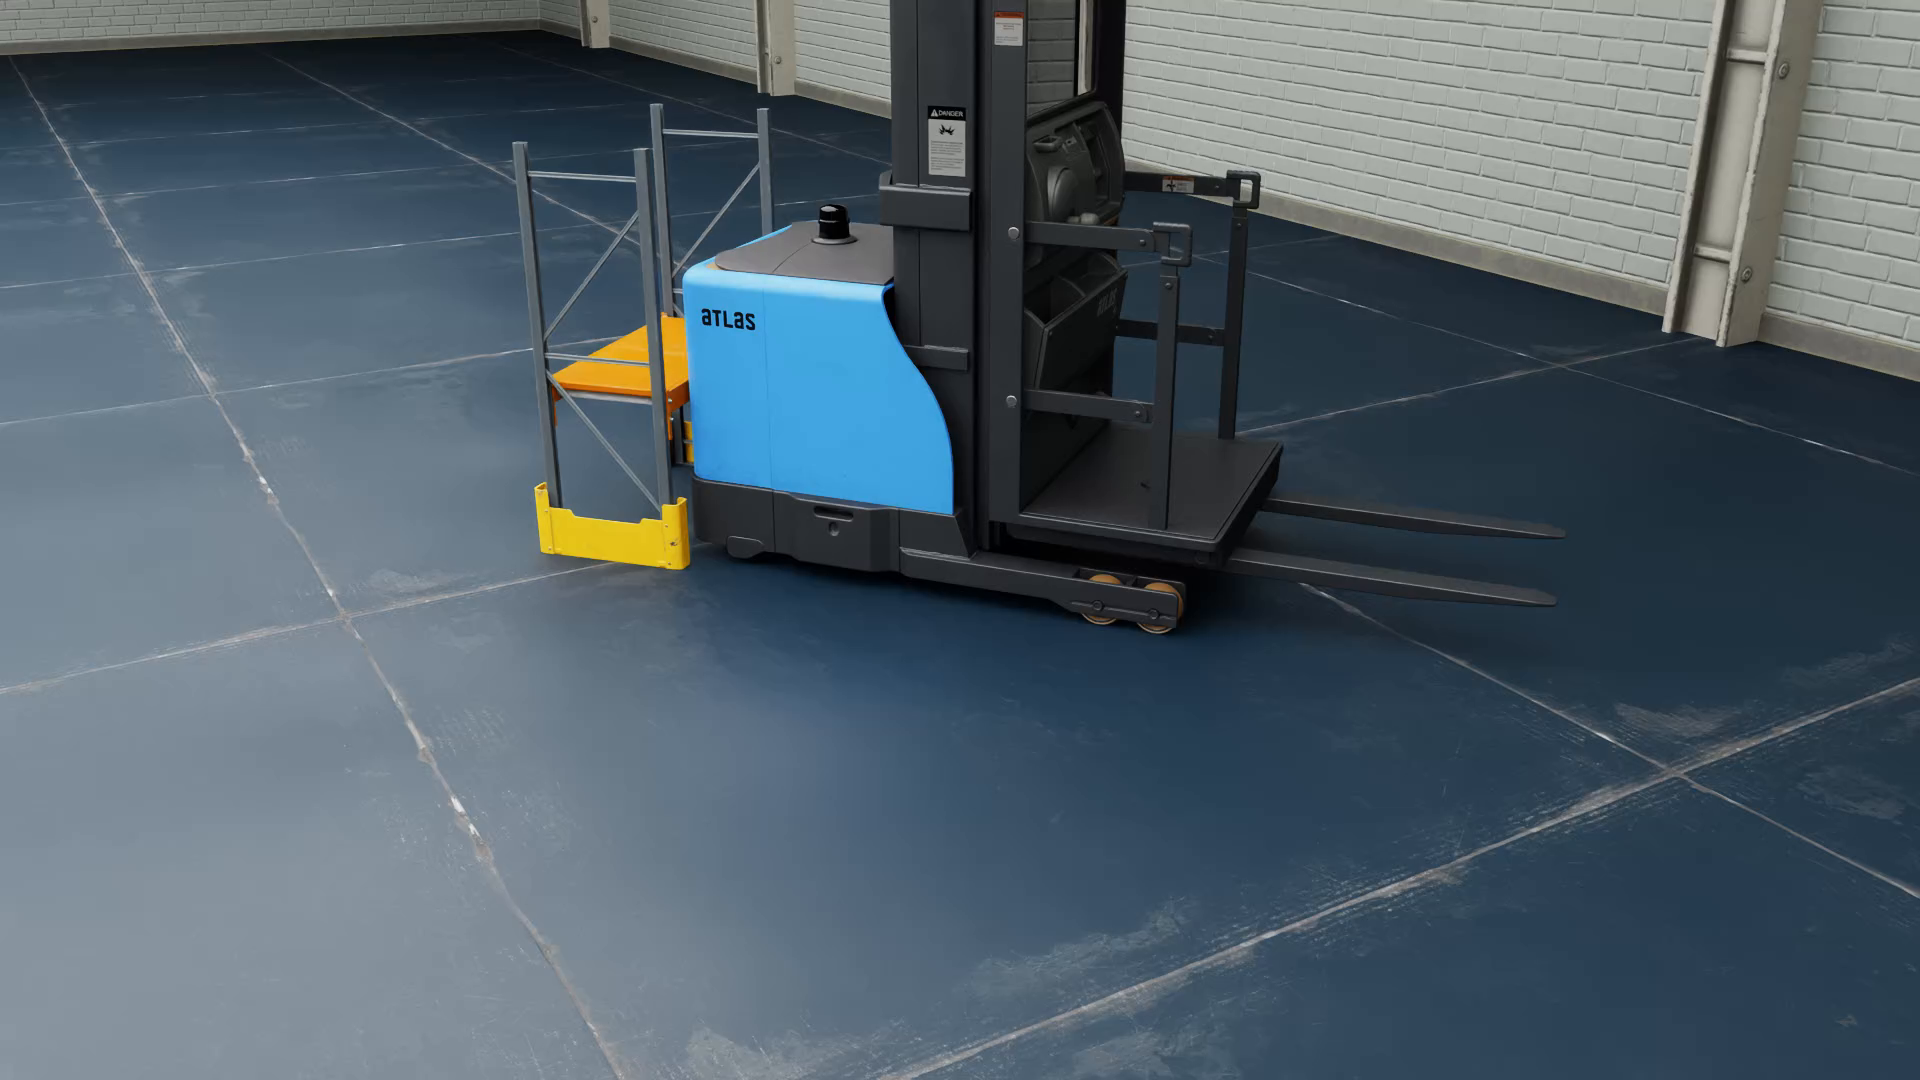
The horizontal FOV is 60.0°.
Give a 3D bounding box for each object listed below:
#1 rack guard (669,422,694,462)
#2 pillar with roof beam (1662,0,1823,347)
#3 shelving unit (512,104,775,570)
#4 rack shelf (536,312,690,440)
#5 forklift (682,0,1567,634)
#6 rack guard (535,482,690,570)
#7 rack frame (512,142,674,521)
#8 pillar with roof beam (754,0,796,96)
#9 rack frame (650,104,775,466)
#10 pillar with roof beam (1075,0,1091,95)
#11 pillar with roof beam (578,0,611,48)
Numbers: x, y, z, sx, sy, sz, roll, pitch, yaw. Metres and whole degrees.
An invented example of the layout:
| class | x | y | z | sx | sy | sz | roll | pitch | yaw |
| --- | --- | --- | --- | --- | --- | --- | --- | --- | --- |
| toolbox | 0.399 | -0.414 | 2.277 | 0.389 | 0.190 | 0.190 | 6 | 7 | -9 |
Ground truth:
| class | x | y | z | sx | sy | sz | roll | pitch | yaw |
| --- | --- | --- | --- | --- | --- | --- | --- | --- | --- |
| rack guard | -0.983 | -0.411 | 6.991 | 0.587 | 0.250 | 0.087 | 7 | 23 | 16 |
| pillar with roof beam | 0.386 | -4.457 | 5.326 | 9.100 | 9.000 | 0.400 | -13 | 25 | -28 |
| shelving unit | -1.130 | -0.811 | 6.315 | 0.587 | 1.500 | 1.083 | 7 | 23 | 16 |
| rack shelf | -1.128 | -0.648 | 6.391 | 0.538 | 0.185 | 1.000 | 7 | 23 | 16 |
| forklift | 0.582 | -1.272 | 5.548 | 3.031 | 2.935 | 1.130 | 8 | 24 | 20 |
| rack guard | -1.277 | -0.053 | 6.110 | 0.587 | 0.250 | 0.087 | 7 | 23 | 16 |
| rack frame | -1.278 | -0.631 | 5.873 | 0.500 | 1.500 | 0.032 | 7 | 23 | 16 |
| pillar with roof beam | -5.744 | -8.342 | 14.883 | 9.100 | 9.000 | 0.400 | -13 | 25 | -28 |
| rack frame | -0.978 | -0.997 | 6.773 | 0.500 | 1.500 | 0.032 | 7 | 23 | 16 |
| pillar with roof beam | -2.679 | -6.399 | 10.105 | 9.100 | 9.000 | 0.400 | -13 | 25 | -28 |
| pillar with roof beam | -8.808 | -10.284 | 19.662 | 9.100 | 9.000 | 0.400 | -13 | 25 | -28 |
